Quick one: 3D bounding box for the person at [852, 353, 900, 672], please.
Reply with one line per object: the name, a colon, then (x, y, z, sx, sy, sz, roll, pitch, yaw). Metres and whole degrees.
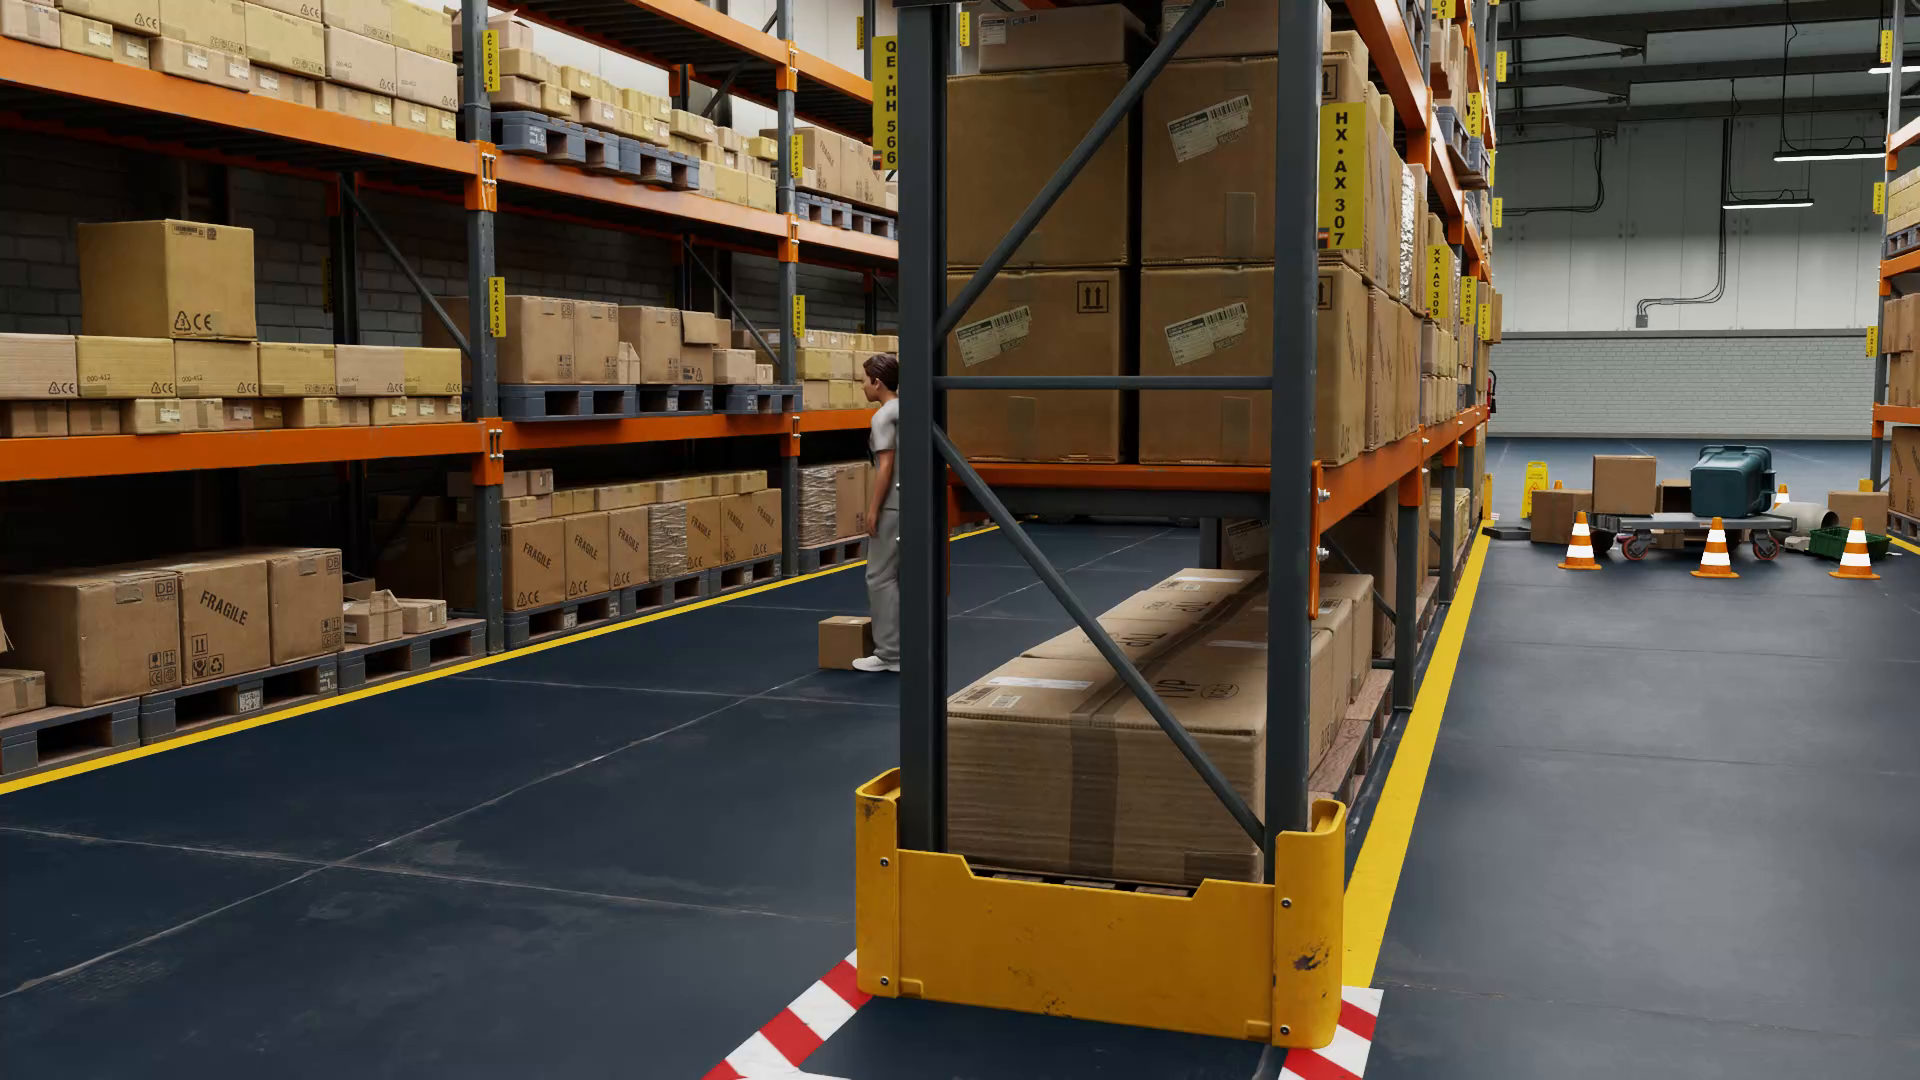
person: (-0.359, -0.149, 8.810, 0.359, 1.673, 0.485, 2, 6, 19)
